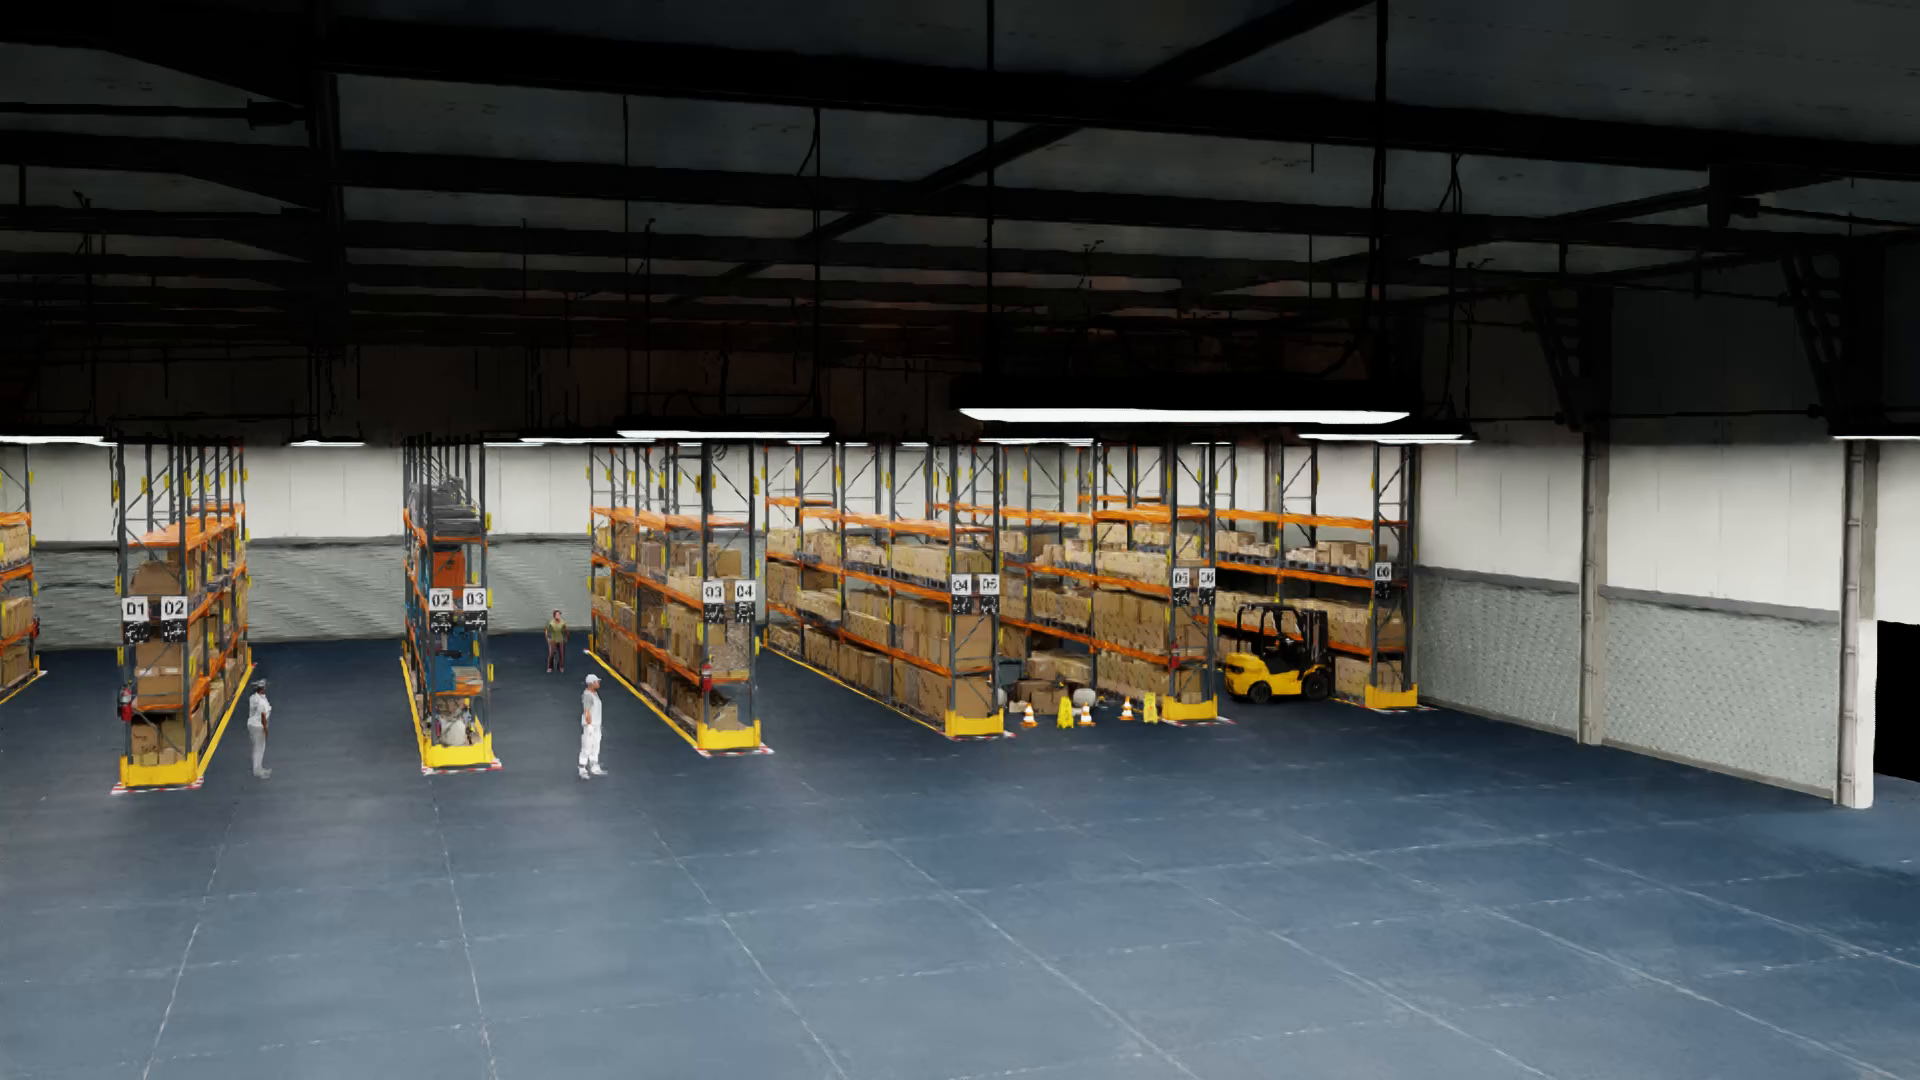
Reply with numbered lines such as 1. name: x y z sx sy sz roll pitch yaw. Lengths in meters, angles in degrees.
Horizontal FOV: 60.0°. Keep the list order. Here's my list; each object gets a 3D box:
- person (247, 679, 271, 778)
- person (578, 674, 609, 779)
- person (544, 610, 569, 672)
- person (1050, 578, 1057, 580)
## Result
1. person: -12.155 3.266 28.925 0.551 1.683 0.440 3 4 43
2. person: -6.376 3.209 28.843 0.423 1.783 0.629 0 3 4
3. person: -10.284 2.571 42.396 0.598 1.617 0.503 -1 3 -22
4. person: 2.871 2.038 50.752 0.646 1.743 0.789 -2 4 -28
